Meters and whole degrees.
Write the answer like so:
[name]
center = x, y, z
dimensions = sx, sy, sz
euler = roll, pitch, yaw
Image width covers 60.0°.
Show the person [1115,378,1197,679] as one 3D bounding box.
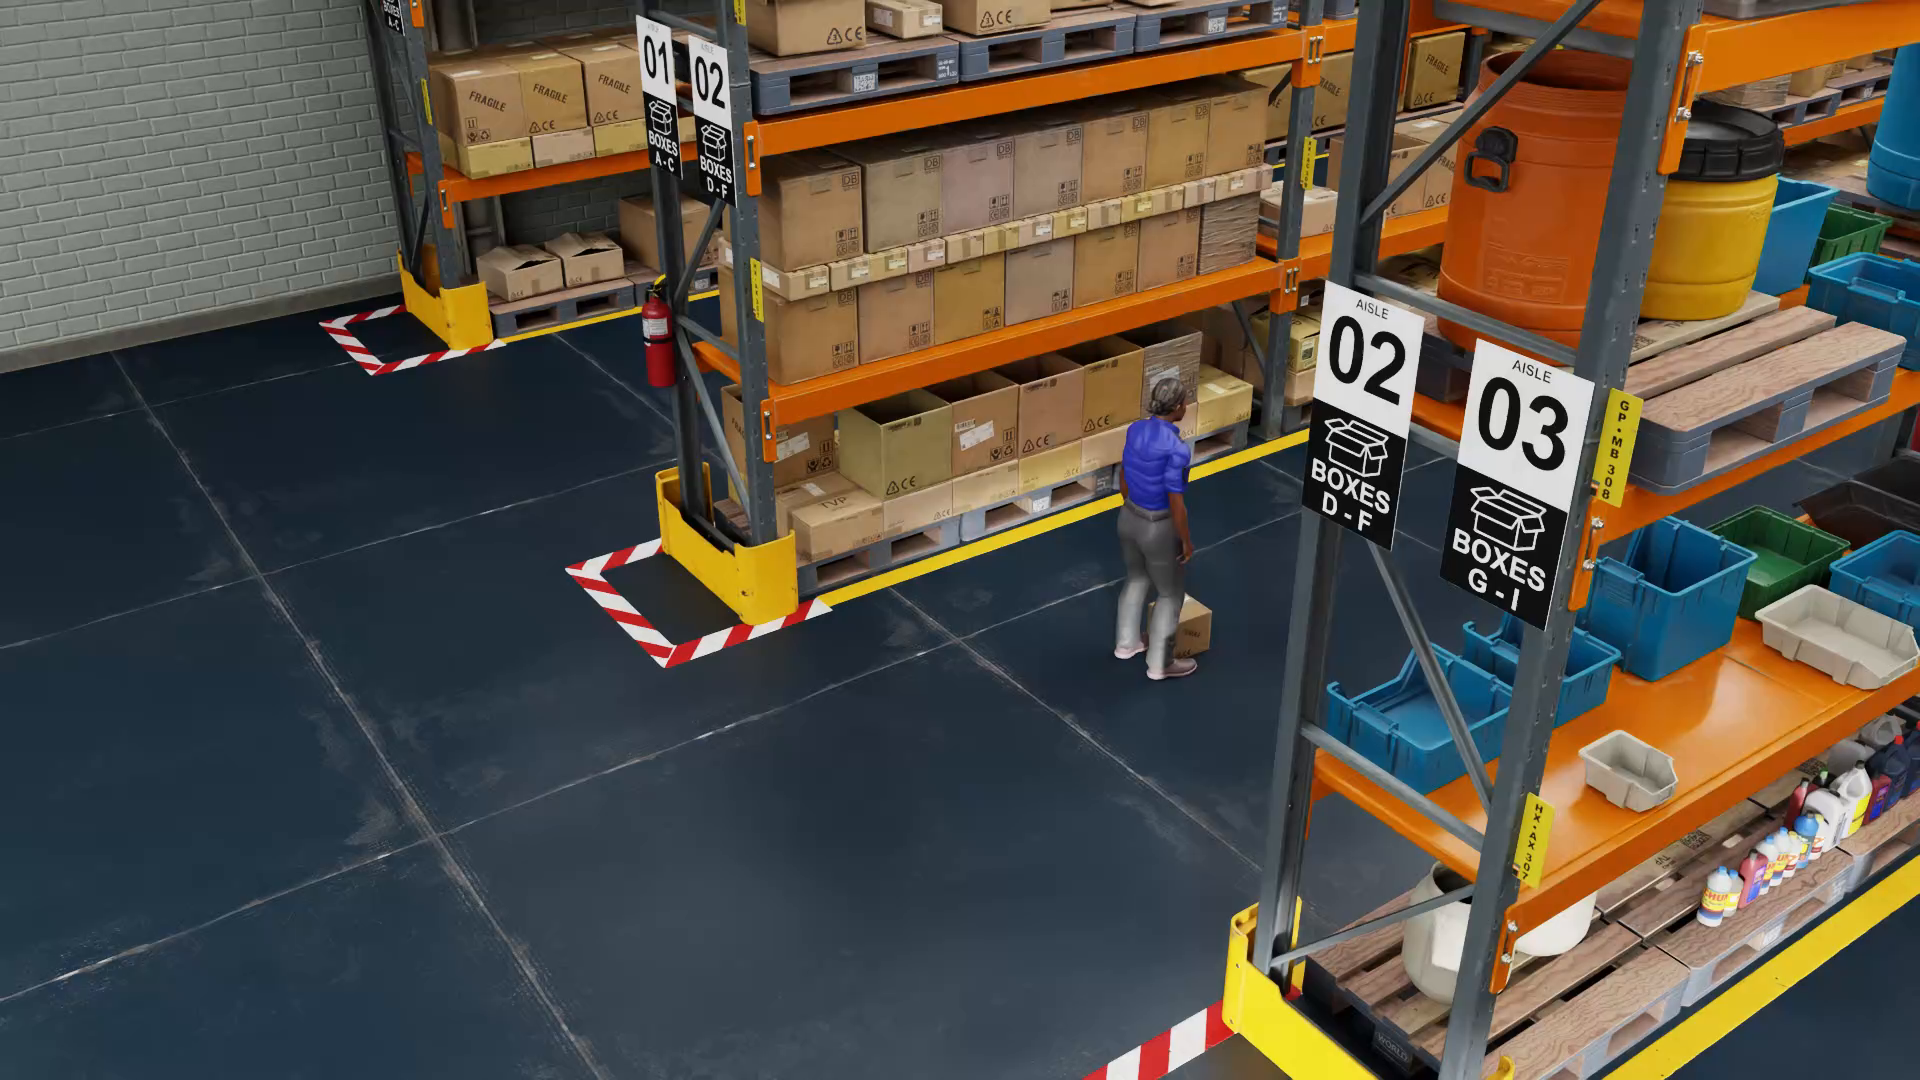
[person]
center = 1.028, -0.065, 8.748
dimensions = 0.346, 1.655, 0.506
euler = -19, 34, -30
